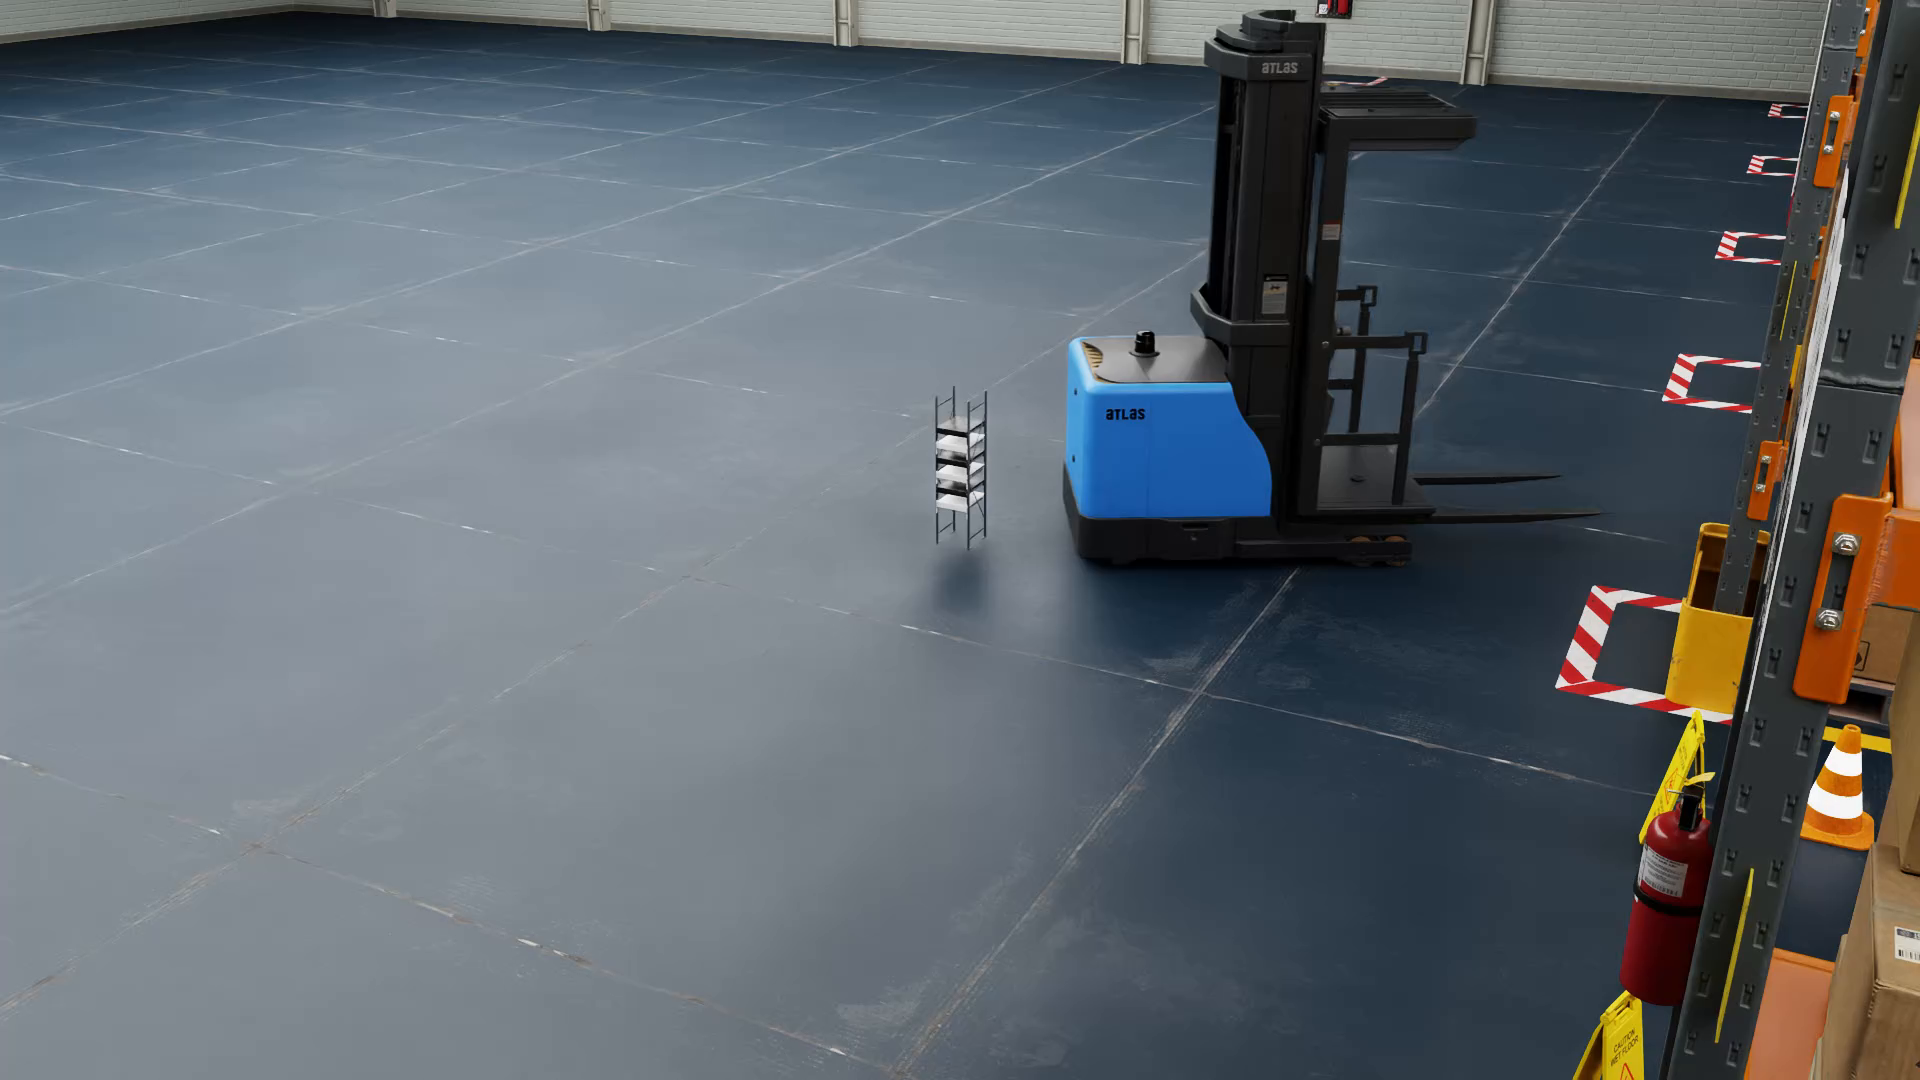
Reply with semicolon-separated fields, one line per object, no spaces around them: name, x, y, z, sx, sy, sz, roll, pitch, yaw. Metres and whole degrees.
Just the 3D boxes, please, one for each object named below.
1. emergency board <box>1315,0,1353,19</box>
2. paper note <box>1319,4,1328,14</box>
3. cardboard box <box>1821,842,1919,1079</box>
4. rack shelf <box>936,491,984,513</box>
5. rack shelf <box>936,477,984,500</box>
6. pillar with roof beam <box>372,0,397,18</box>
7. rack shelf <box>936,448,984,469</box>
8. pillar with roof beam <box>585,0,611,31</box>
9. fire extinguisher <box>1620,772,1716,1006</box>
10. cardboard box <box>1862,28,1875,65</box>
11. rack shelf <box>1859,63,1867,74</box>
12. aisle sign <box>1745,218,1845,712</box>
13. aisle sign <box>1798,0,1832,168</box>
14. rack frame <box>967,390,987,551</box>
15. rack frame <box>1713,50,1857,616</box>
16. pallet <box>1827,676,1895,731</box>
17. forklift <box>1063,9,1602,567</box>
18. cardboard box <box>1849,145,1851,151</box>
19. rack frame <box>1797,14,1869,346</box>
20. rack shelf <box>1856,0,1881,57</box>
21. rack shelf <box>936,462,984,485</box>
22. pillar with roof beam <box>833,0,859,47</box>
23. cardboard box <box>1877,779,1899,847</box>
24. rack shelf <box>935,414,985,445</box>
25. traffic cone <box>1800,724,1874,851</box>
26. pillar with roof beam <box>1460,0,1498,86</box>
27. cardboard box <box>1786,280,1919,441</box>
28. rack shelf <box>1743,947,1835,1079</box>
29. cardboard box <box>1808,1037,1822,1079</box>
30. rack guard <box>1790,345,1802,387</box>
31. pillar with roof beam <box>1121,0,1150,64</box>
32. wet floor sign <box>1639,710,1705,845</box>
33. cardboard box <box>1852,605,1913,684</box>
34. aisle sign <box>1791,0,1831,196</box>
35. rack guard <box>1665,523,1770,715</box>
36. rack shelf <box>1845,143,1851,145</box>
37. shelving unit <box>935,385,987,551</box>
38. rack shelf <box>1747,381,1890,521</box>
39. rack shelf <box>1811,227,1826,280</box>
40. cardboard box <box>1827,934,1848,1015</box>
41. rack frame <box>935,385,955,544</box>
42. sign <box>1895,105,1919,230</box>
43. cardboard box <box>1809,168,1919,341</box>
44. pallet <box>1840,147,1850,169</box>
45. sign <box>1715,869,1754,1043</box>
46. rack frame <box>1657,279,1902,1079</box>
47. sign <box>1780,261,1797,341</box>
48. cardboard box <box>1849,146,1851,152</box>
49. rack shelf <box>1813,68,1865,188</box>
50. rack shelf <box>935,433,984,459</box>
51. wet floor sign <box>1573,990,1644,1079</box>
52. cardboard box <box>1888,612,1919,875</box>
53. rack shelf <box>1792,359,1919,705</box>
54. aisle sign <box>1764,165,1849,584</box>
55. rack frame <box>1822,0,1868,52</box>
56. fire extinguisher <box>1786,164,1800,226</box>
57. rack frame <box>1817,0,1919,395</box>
emergency board;6.304;-9.372;27.955;0.643;1.169;0.194;11;25;25
paper note;6.177;-9.022;28.257;0.142;0.148;0.016;11;25;25
cardboard box;1.953;0.964;3.142;0.500;0.500;0.500;11;25;24
rack shelf;0.007;-0.216;9.654;0.200;0.077;0.258;11;25;25
rack shelf;0.007;-0.299;9.619;0.200;0.077;0.258;11;25;25
pillar with roof beam;-14.869;-14.417;32.153;0.400;9.000;9.100;11;25;25
rack shelf;0.007;-0.465;9.548;0.200;0.077;0.258;11;25;25
pillar with roof beam;-9.514;-13.358;29.662;0.400;9.000;9.100;11;25;25
fire extinguisher;1.761;0.821;4.085;0.183;0.674;0.296;11;25;25
cardboard box;11.010;-5.913;19.693;0.500;0.500;0.700;11;25;25
rack shelf;12.384;-5.269;19.227;4.000;0.370;1.077;11;25;25
aisle sign;1.460;-0.132;2.906;0.004;0.787;0.394;11;25;25
aisle sign;3.870;-2.094;7.518;0.004;0.787;0.394;11;25;25
rack frame;0.098;-0.395;9.528;0.006;0.900;0.240;11;25;25
rack frame;3.798;-0.780;7.751;0.127;3.000;1.000;11;25;25
pallet;4.547;0.617;8.029;1.213;0.211;1.003;11;25;25
forklift;2.159;-1.405;9.307;3.031;2.935;1.130;-1;23;-2
cardboard box;11.211;-4.890;20.392;0.500;0.250;0.500;11;25;25
rack frame;6.126;-2.494;11.783;0.127;3.000;1.000;11;25;25
rack shelf;7.911;-3.191;10.506;4.000;0.370;1.077;11;25;25
rack shelf;0.007;-0.382;9.584;0.200;0.077;0.258;11;25;25
pillar with roof beam;-4.160;-12.298;27.170;0.400;9.000;9.100;11;25;25
cardboard box;2.264;0.783;3.567;0.500;0.500;0.500;11;25;24
rack shelf;0.007;-0.630;9.478;0.200;0.077;0.258;11;25;25
traffic cone;3.632;0.977;6.861;0.334;0.463;0.336;11;25;25
pillar with roof beam;6.549;-10.179;22.188;0.400;9.000;9.100;11;25;25
cardboard box;4.150;-0.799;7.605;0.550;0.550;0.875;11;25;25
rack shelf;3.440;1.651;2.954;4.000;0.370;1.077;11;25;25
cardboard box;1.865;1.215;3.382;0.250;0.149;0.380;11;26;25
rack guard;6.194;-1.331;12.240;0.348;0.500;1.175;11;25;25
pillar with roof beam;1.195;-11.239;24.679;0.400;9.000;9.100;11;25;25
wet floor sign;2.879;0.990;6.598;0.232;0.644;0.267;7;24;15
cardboard box;4.433;0.101;7.858;0.875;0.875;0.875;11;26;25
aisle sign;3.600;-1.884;7.026;0.004;0.787;0.394;11;25;25
rack guard;3.777;0.366;8.250;0.348;0.500;1.175;11;25;25
rack shelf;10.146;-3.540;15.161;4.000;0.370;1.077;11;25;25
shelving unit;0.007;-0.413;9.571;0.210;0.900;0.258;11;25;25
rack shelf;5.583;-0.096;7.062;4.000;0.370;1.077;11;25;25
rack shelf;7.911;-1.810;11.093;4.000;0.370;1.077;11;25;25
cardboard box;2.085;1.074;3.714;0.250;0.149;0.380;12;26;26
rack frame;-0.083;-0.431;9.613;0.006;0.900;0.240;11;25;25
sign;1.410;-0.626;2.440;0.005;0.325;0.100;11;25;25
cardboard box;4.112;-1.267;7.325;0.550;0.550;0.875;11;25;25
pallet;11.301;-4.550;20.179;1.213;0.211;1.003;11;25;25
sign;1.410;0.758;3.029;0.005;0.325;0.100;11;25;25
rack frame;1.655;0.967;3.644;0.127;3.000;1.000;11;25;25
sign;3.543;-1.022;7.113;0.005;0.325;0.100;11;25;25
cardboard box;10.978;-4.709;19.967;0.500;0.250;0.500;11;25;25
rack shelf;5.583;-1.476;6.475;4.000;0.370;1.077;11;25;25
rack shelf;0.007;-0.548;9.513;0.200;0.077;0.258;11;25;25
wet floor sign;1.968;1.643;5.062;0.267;0.644;0.232;-20;30;-39
cardboard box;2.209;0.338;3.338;0.500;0.500;0.700;11;25;23
rack shelf;3.440;0.271;2.367;4.000;0.370;1.077;11;25;25
aisle sign;1.731;-0.342;3.399;0.004;0.787;0.394;11;25;25
rack frame;3.798;-3.541;6.577;0.127;3.000;1.000;11;25;25
fire extinguisher;6.232;-2.640;12.224;0.183;0.674;0.296;11;25;25
rack frame;1.655;-1.794;2.470;0.127;3.000;1.000;11;25;25
